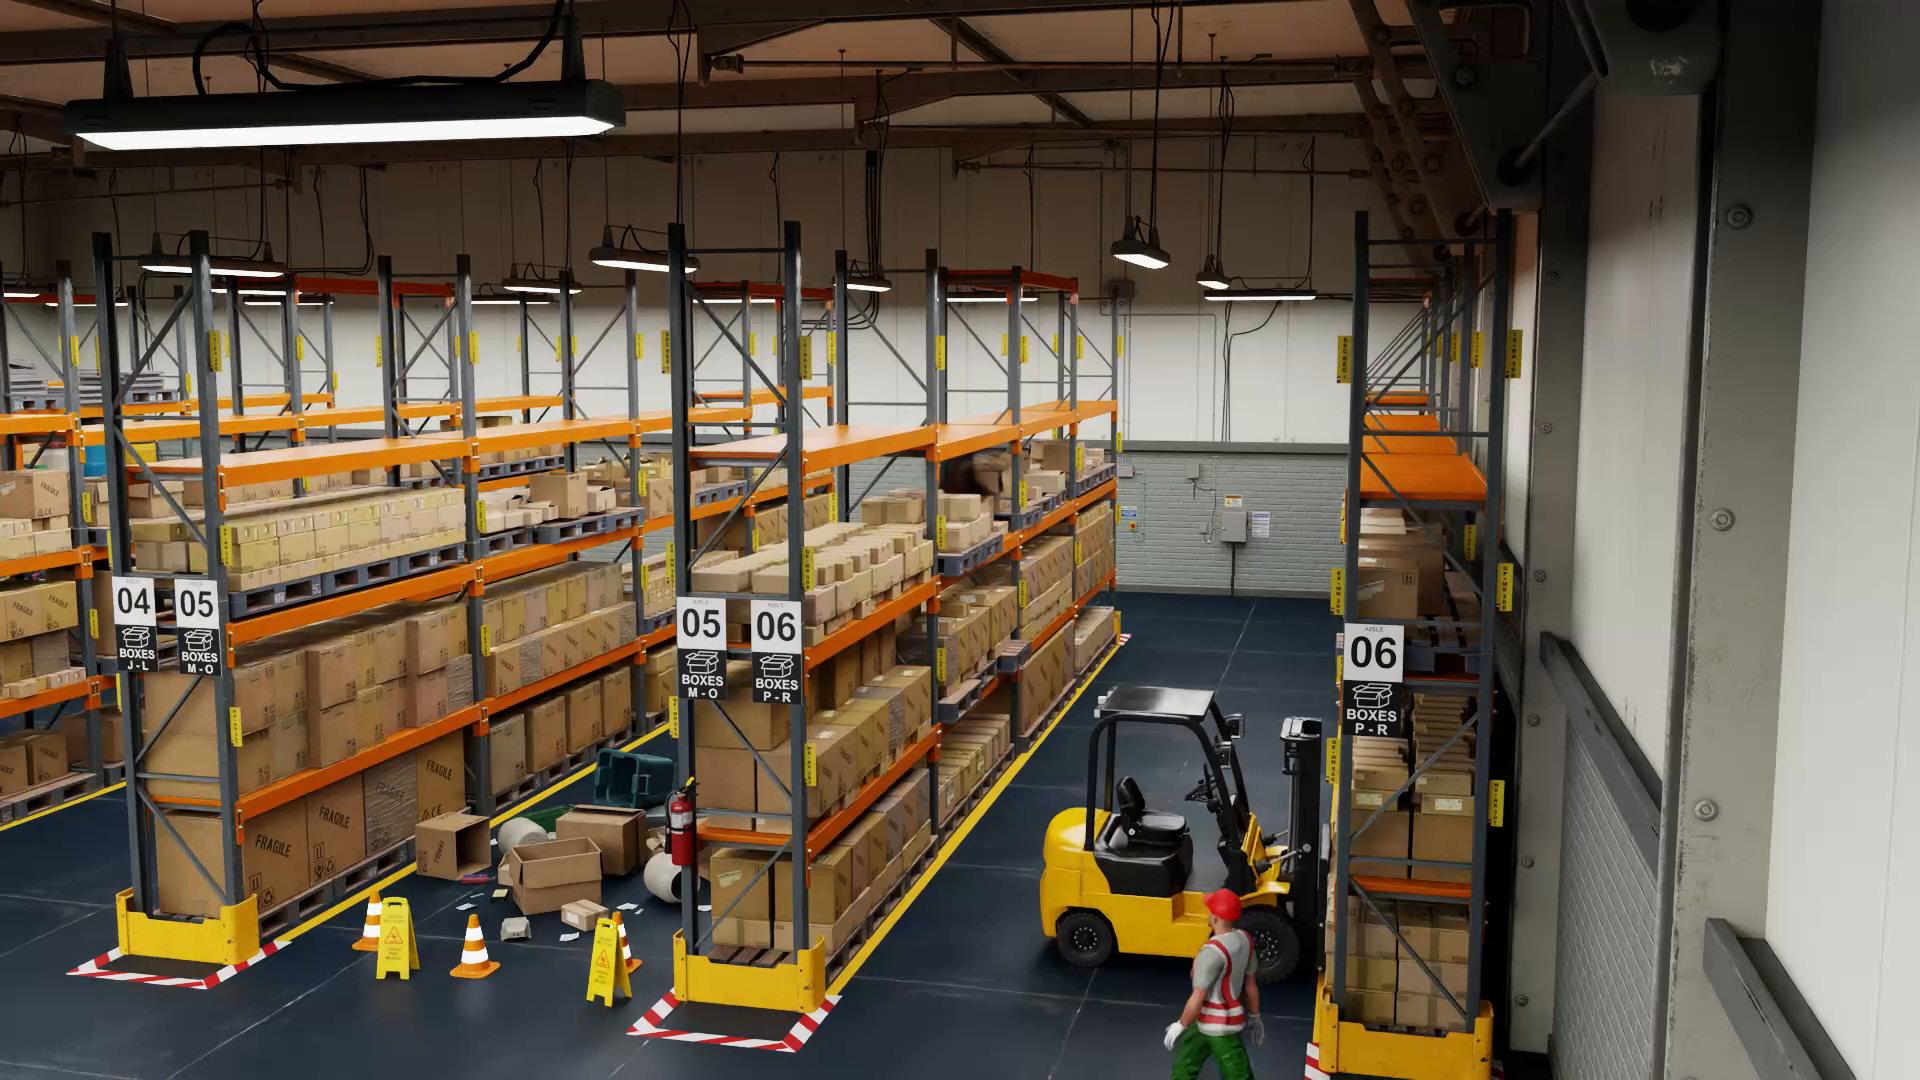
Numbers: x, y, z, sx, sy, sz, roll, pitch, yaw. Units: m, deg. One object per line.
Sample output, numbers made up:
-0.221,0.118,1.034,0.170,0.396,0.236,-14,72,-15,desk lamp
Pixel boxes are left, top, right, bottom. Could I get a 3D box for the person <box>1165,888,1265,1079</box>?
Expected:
1.603,3.037,10.449,1.090,1.746,0.477,0,7,0,person
